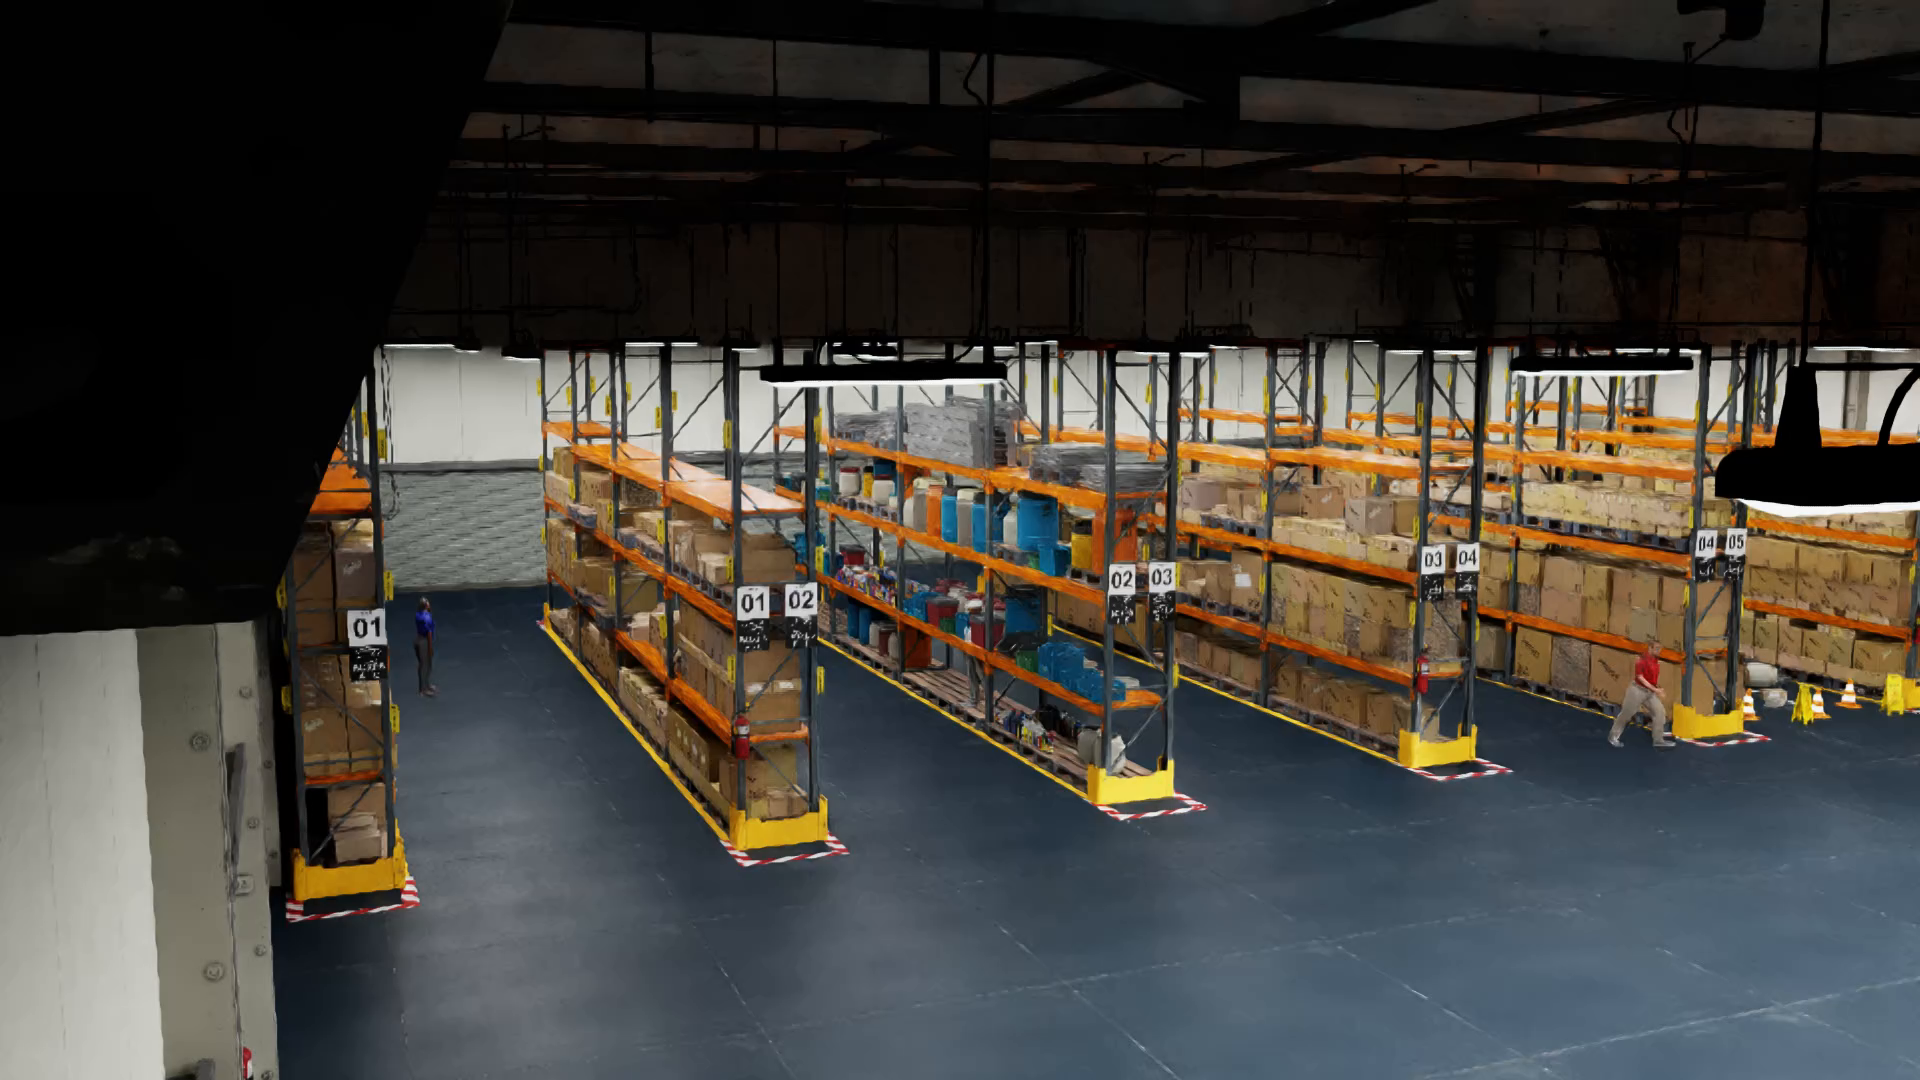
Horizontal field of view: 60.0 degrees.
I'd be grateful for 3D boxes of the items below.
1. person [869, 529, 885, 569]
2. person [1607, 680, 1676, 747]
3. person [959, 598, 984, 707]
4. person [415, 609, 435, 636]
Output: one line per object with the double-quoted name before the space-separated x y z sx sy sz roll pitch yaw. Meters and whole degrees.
"person" -1.851 0.276 36.867 0.359 1.070 0.640 -1 8 -8
"person" 10.214 2.587 24.913 0.662 1.025 0.829 -6 10 -40
"person" 0.278 1.797 26.518 0.491 1.768 0.635 -4 9 -29
"person" -9.135 1.423 28.399 0.280 0.501 0.461 -7 10 -41
